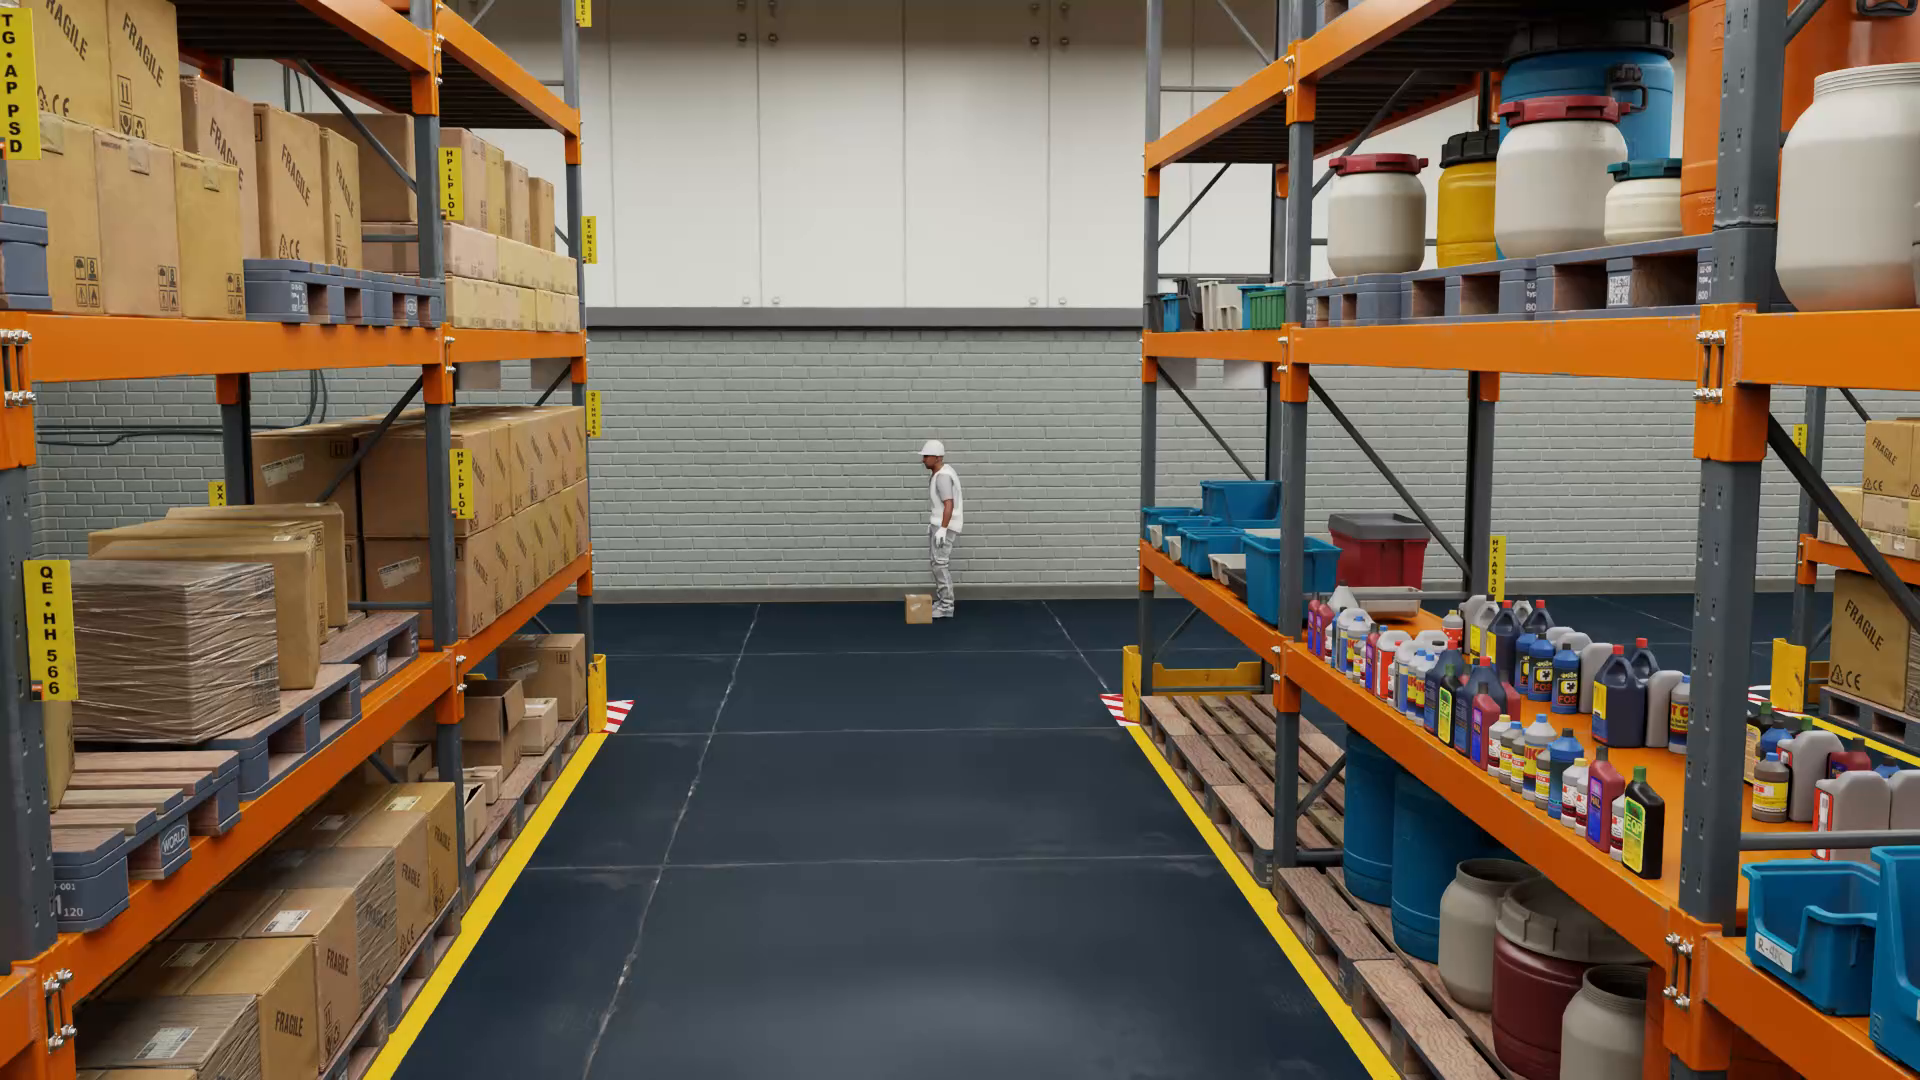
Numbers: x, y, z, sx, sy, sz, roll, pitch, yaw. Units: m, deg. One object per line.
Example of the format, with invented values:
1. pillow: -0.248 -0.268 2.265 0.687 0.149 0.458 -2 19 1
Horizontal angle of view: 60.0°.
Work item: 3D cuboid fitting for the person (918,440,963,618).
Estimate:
1. person: -0.203 -0.115 16.664 0.448 1.774 0.628 -1 7 -7
